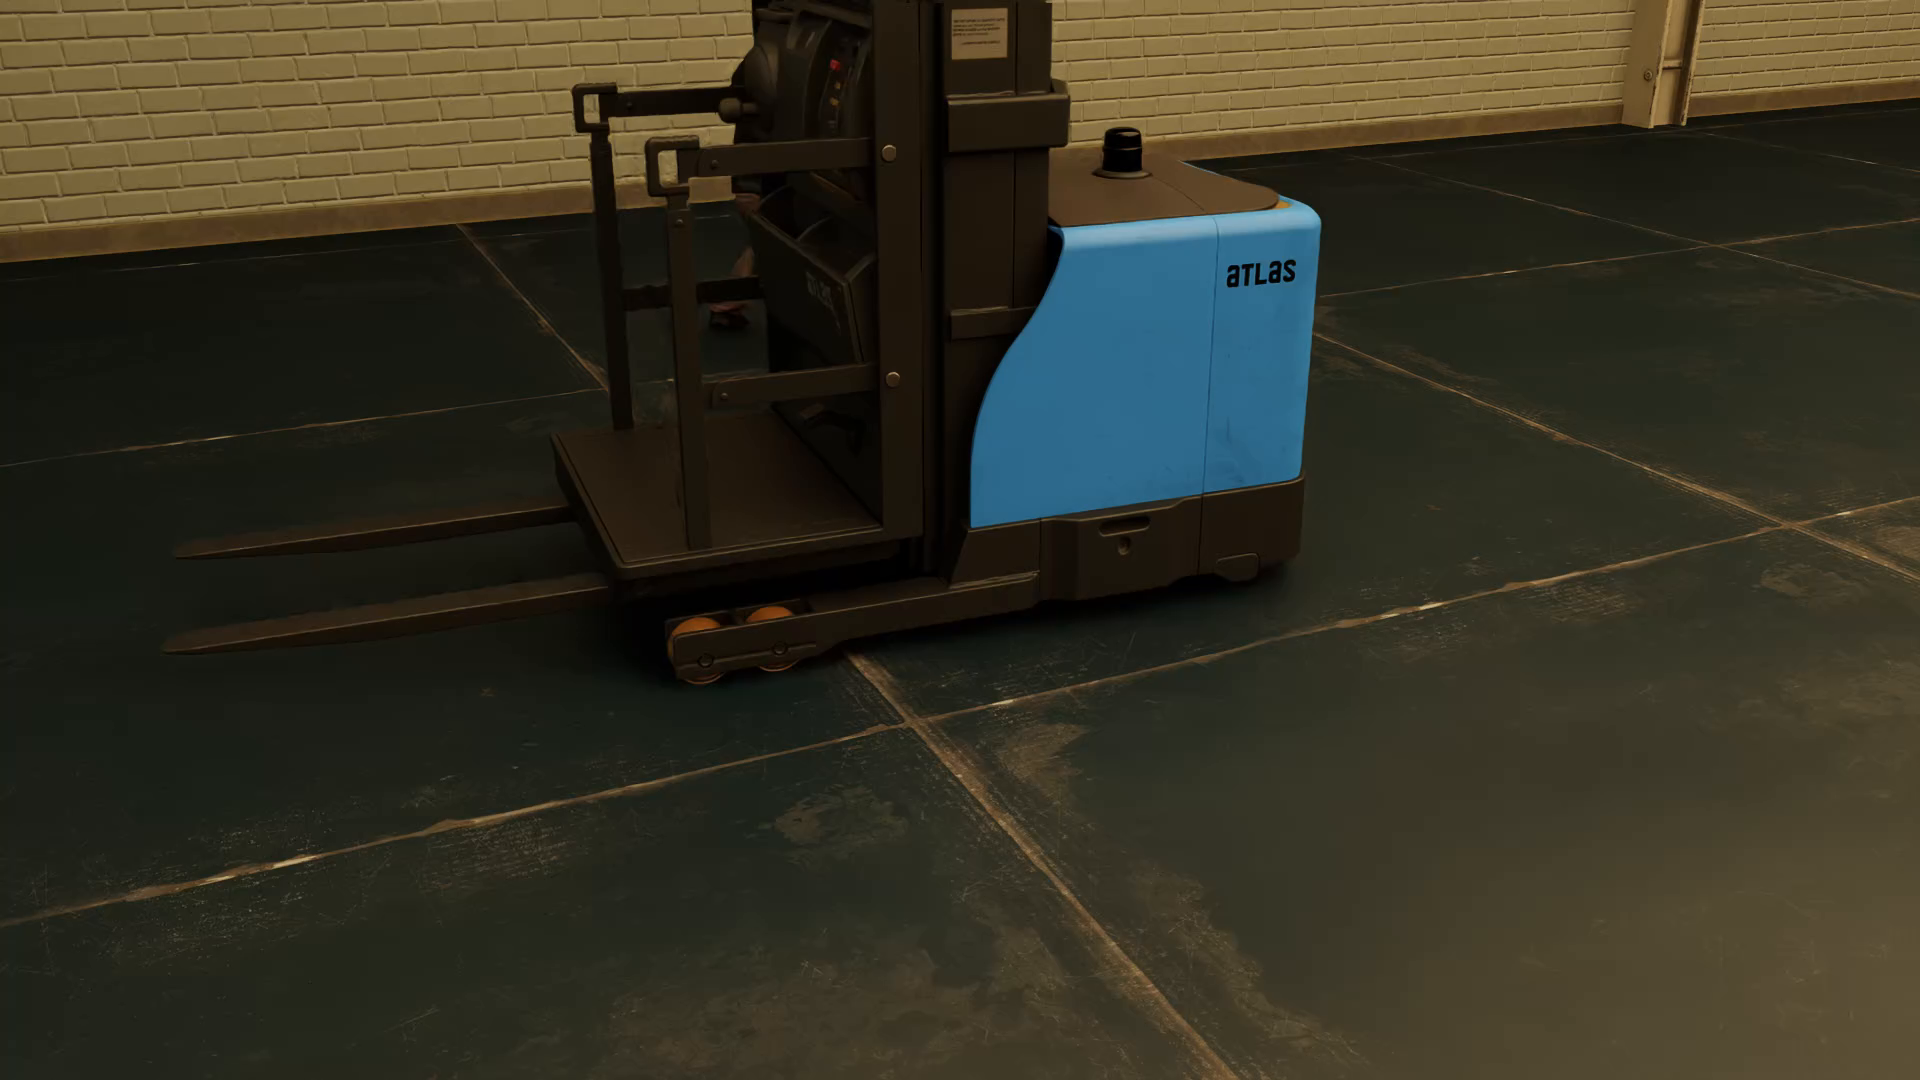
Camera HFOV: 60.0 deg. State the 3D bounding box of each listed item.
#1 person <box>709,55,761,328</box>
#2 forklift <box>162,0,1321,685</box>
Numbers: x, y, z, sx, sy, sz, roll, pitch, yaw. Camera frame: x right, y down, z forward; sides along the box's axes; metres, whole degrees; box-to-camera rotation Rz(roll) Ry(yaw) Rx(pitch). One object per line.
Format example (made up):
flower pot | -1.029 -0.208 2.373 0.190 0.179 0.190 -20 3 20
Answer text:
person | -0.685 -1.530 6.960 0.891 1.505 0.764 16 27 33
forklift | -0.581 -1.216 4.212 3.031 2.935 1.130 -9 24 -20
